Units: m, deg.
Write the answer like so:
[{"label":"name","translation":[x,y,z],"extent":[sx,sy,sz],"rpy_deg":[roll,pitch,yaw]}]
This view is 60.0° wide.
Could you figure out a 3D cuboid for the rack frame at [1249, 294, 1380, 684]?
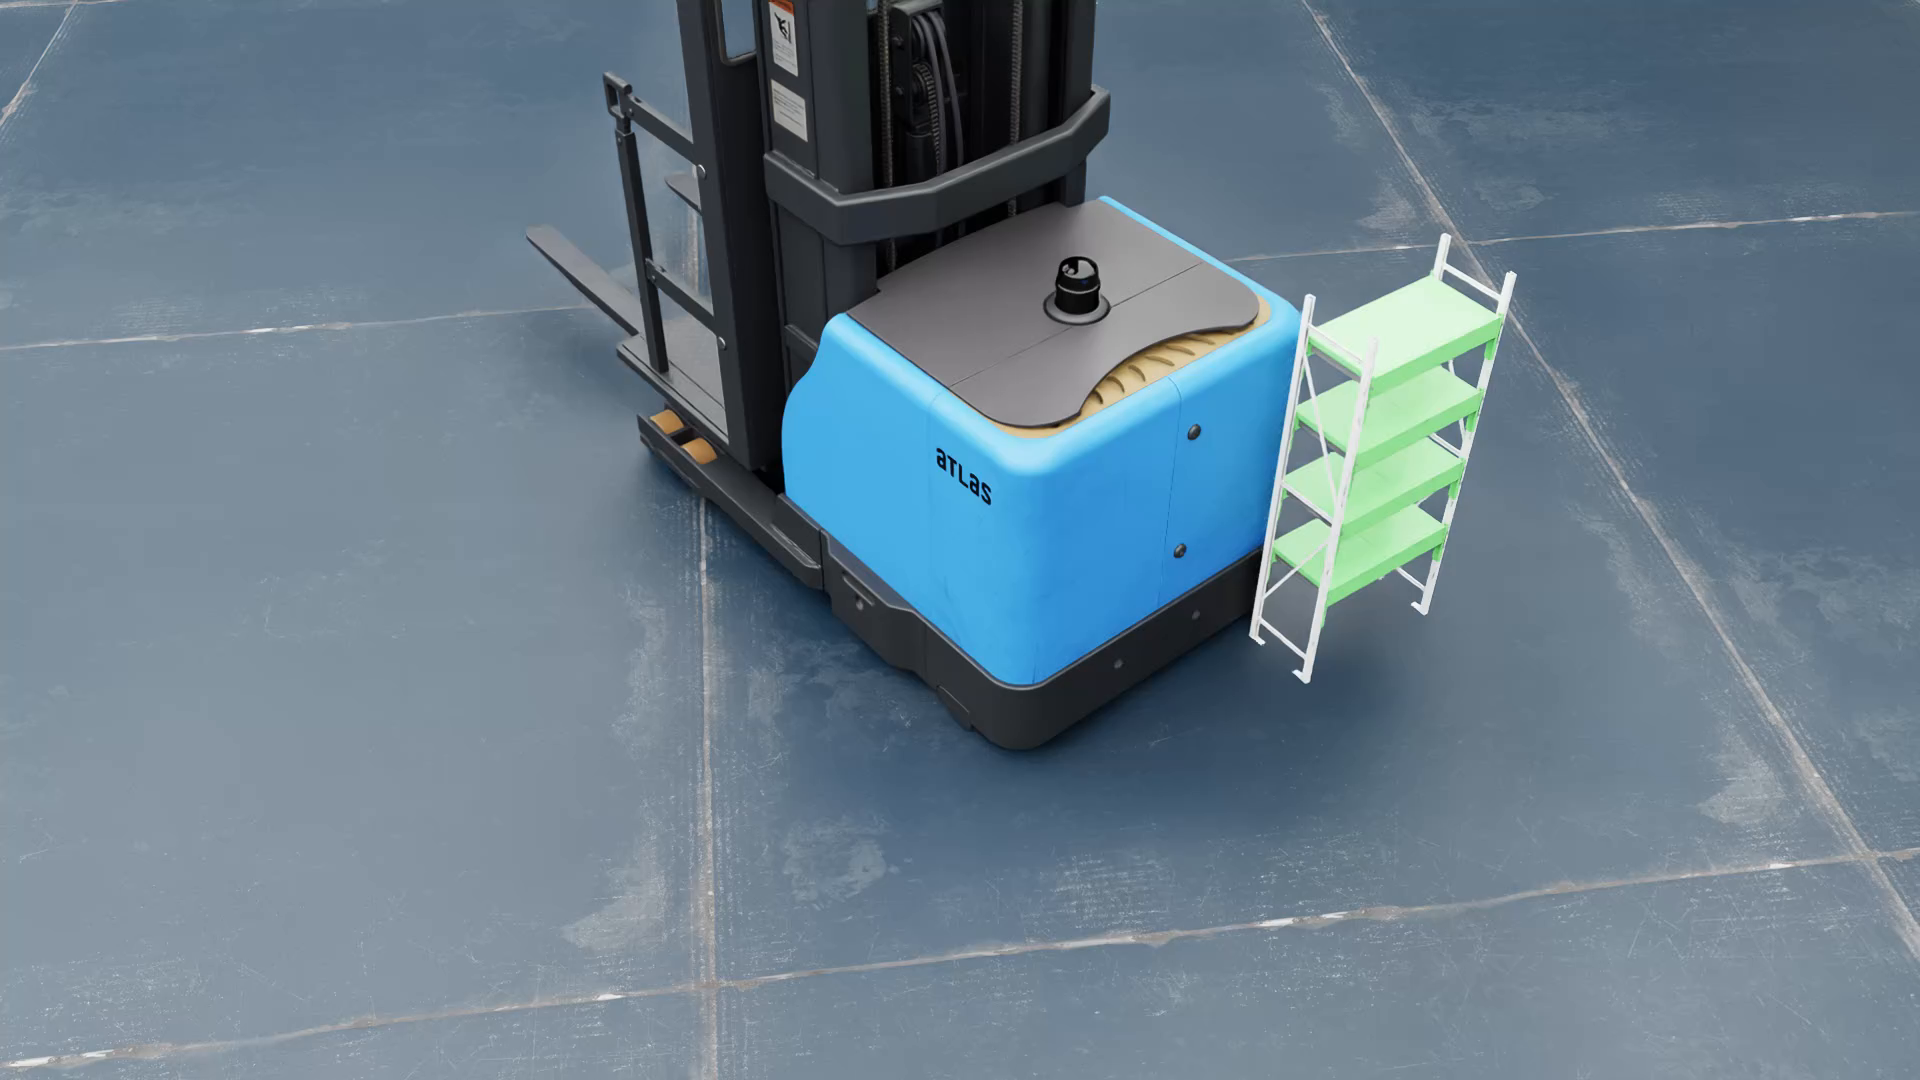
[{"label":"rack frame","translation":[0.933,-0.099,4.464],"extent":[0.015,1.200,0.240],"rpy_deg":[-25,48,-25]}]

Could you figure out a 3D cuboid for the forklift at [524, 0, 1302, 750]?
[{"label":"forklift","translation":[-0.409,-1.443,4.661],"extent":[1.130,2.935,3.031],"rpy_deg":[-29,49,-28]}]

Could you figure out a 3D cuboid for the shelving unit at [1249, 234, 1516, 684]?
[{"label":"shelving unit","translation":[1.133,-0.193,4.568],"extent":[0.503,1.200,0.258],"rpy_deg":[-25,48,-25]}]

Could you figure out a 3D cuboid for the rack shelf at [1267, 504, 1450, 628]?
[{"label":"rack shelf","translation":[1.133,0.032,4.772],"extent":[0.480,0.148,0.258],"rpy_deg":[-25,48,-25]}]

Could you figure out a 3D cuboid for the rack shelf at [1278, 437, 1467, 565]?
[{"label":"rack shelf","translation":[1.133,-0.146,4.611],"extent":[0.480,0.148,0.258],"rpy_deg":[-25,48,-25]}]

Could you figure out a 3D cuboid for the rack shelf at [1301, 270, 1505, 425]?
[{"label":"rack shelf","translation":[1.133,-0.502,4.290],"extent":[0.480,0.148,0.258],"rpy_deg":[-25,48,-25]}]

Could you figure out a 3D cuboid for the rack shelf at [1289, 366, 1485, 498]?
[{"label":"rack shelf","translation":[1.133,-0.324,4.451],"extent":[0.480,0.148,0.258],"rpy_deg":[-25,48,-25]}]

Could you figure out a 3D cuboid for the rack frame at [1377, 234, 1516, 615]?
[{"label":"rack frame","translation":[1.332,-0.288,4.673],"extent":[0.015,1.200,0.240],"rpy_deg":[-25,48,-25]}]
